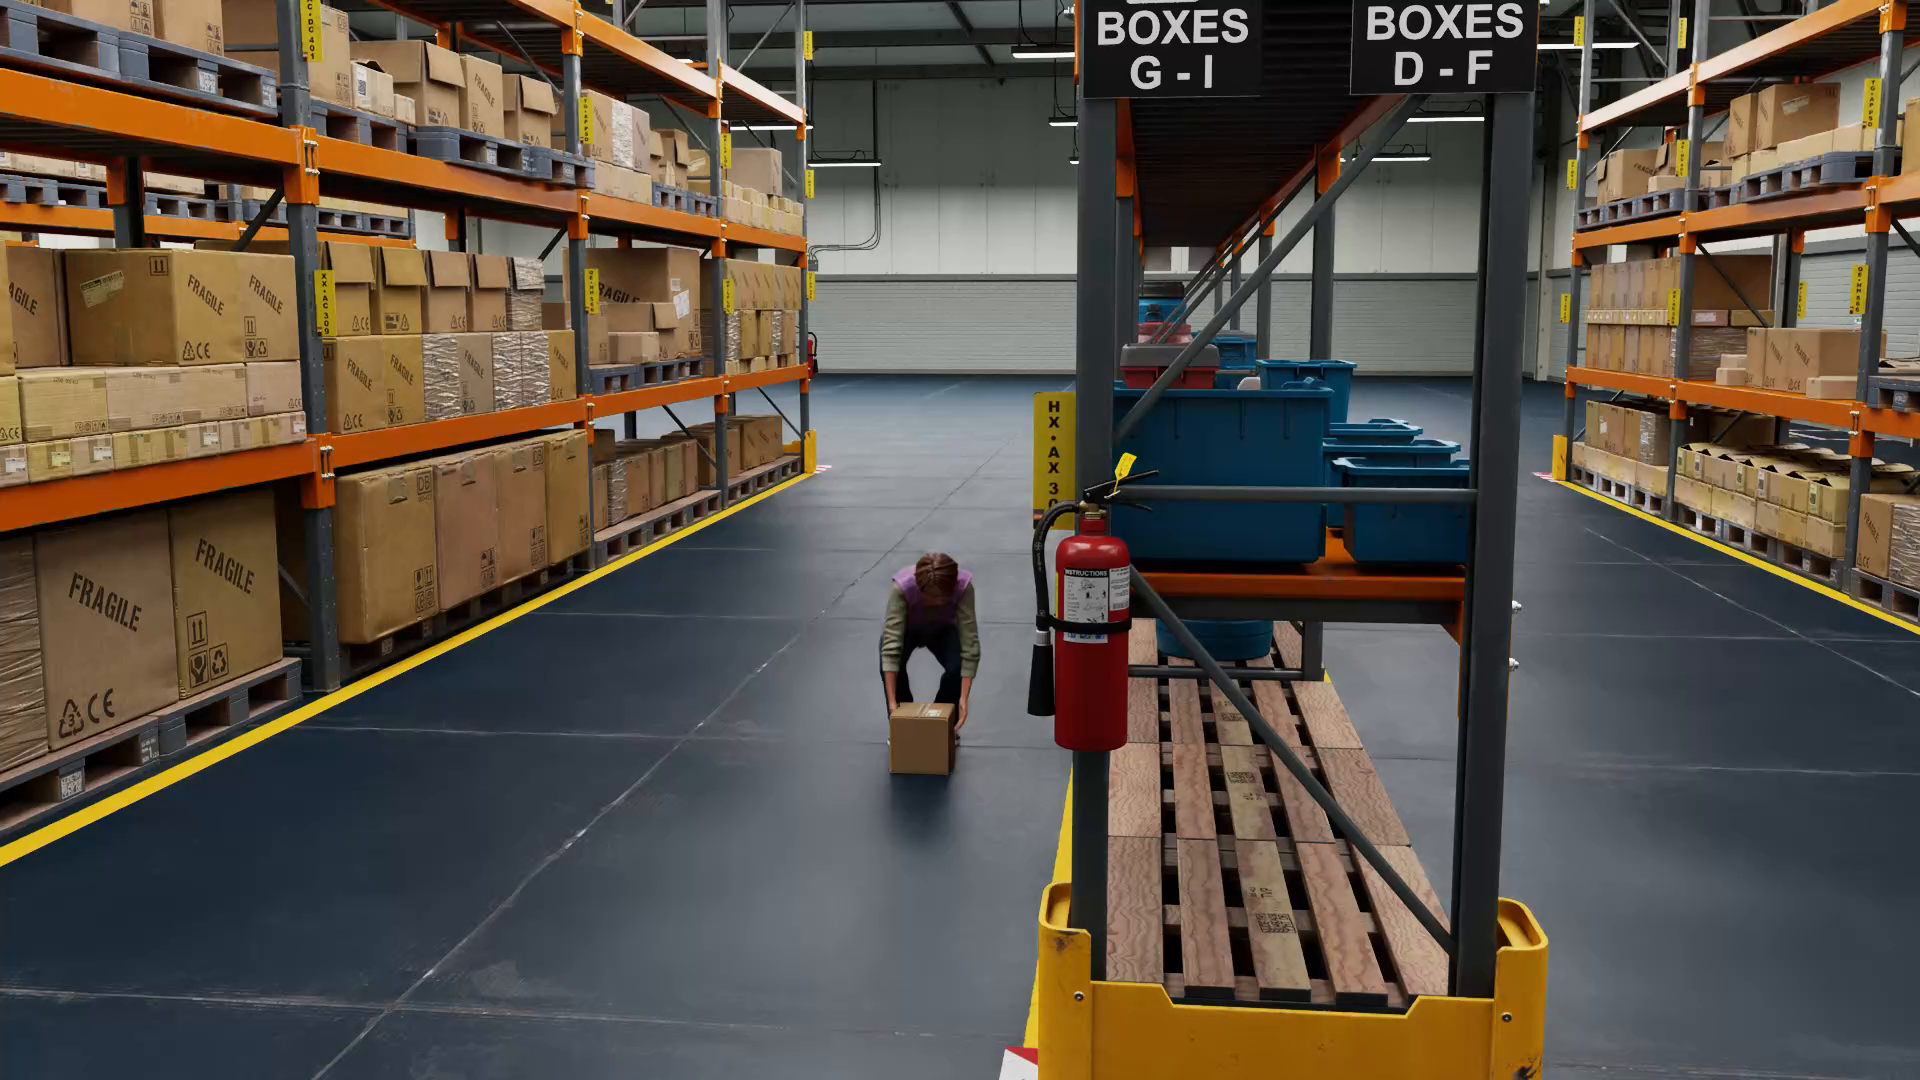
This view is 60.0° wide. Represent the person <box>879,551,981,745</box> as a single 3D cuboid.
[{"bbox_3d":[-0.140,0.473,7.393,0.446,0.920,0.787,0,8,-2],"label":"person"}]
